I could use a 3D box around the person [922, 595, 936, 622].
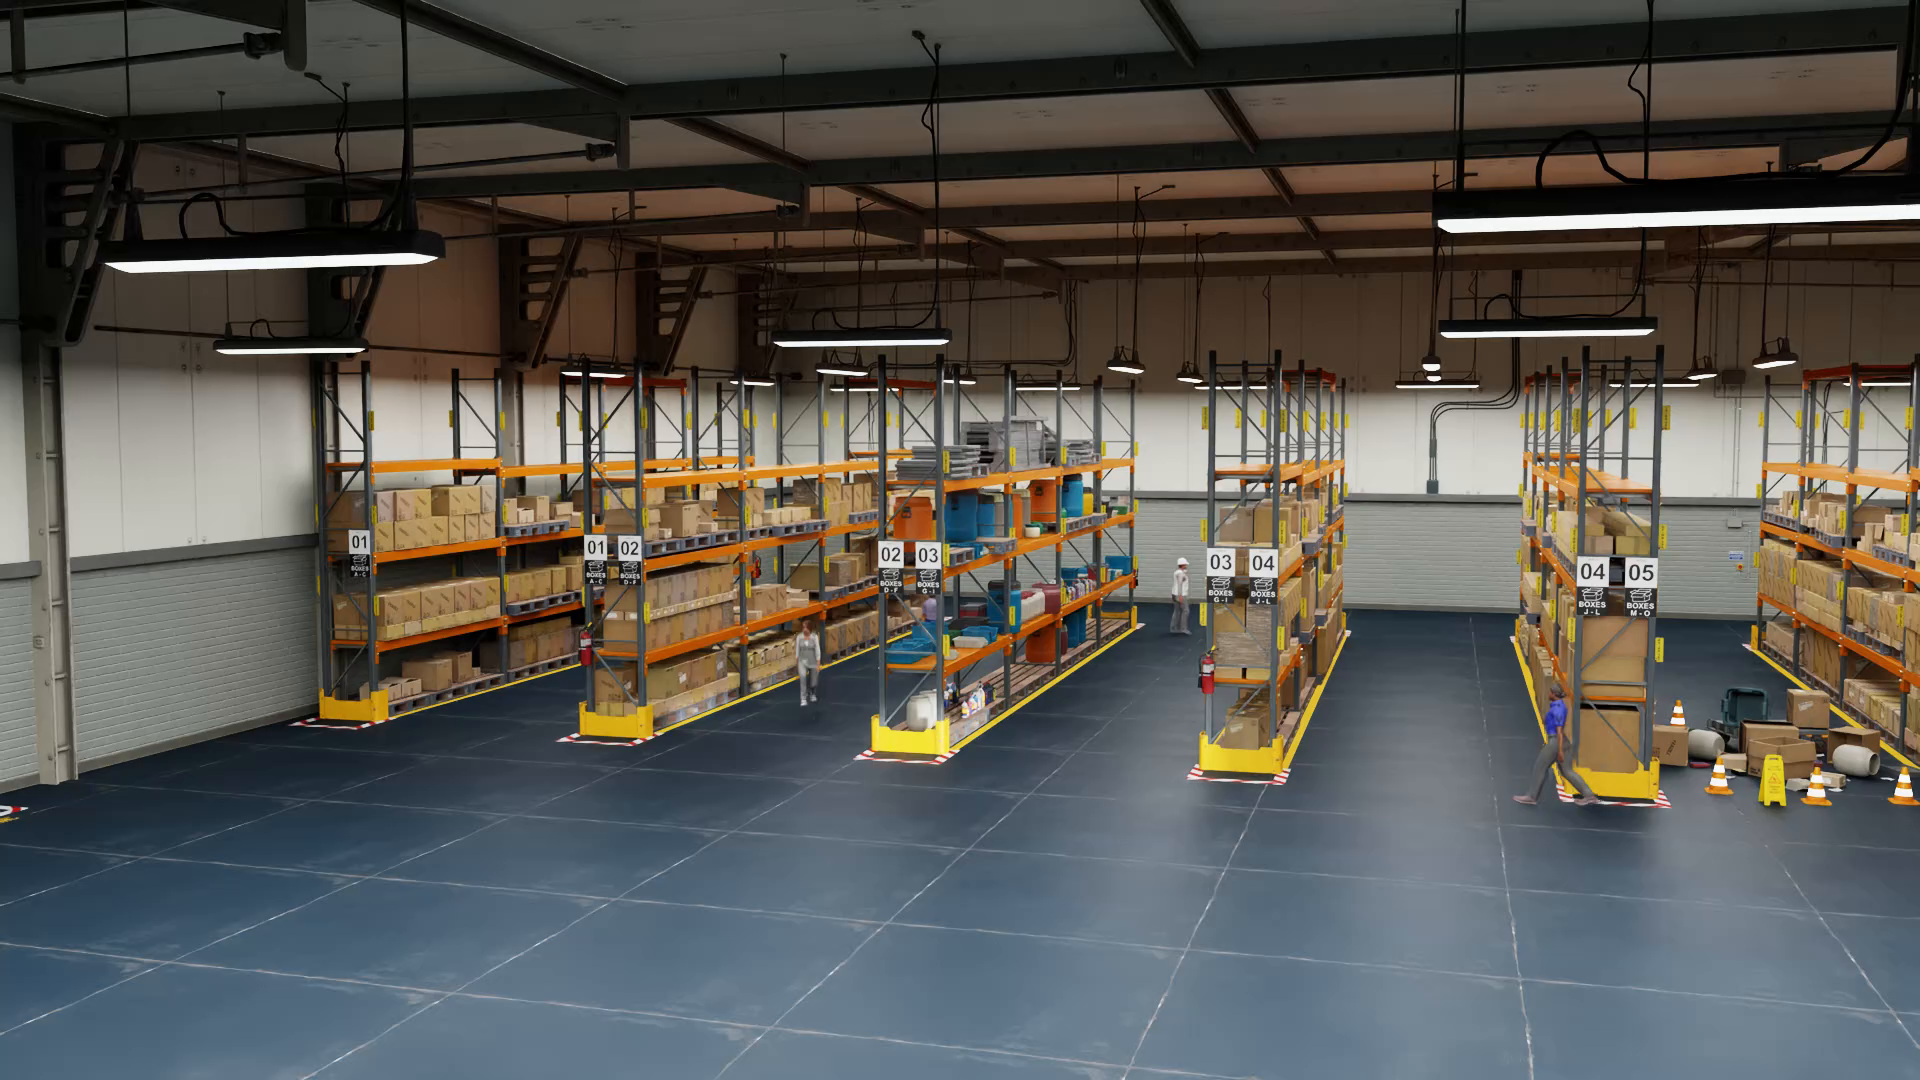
[{"bbox_3d":[-0.574,1.794,33.482,0.523,1.646,0.490,4,6,43],"label":"person"}]

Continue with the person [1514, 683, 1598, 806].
[{"bbox_3d":[7.749,2.654,21.576,1.006,1.603,0.536,3,5,33],"label":"person"}]

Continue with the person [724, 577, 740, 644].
[{"bbox_3d":[-4.826,1.636,34.746,0.601,1.785,0.517,3,5,39],"label":"person"}]

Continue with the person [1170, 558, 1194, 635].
[{"bbox_3d":[5.215,1.329,39.174,0.540,1.811,0.588,0,4,-6],"label":"person"}]

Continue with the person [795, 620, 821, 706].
[{"bbox_3d":[-2.544,2.047,27.853,0.425,1.441,1.020,0,4,-6],"label":"person"}]
